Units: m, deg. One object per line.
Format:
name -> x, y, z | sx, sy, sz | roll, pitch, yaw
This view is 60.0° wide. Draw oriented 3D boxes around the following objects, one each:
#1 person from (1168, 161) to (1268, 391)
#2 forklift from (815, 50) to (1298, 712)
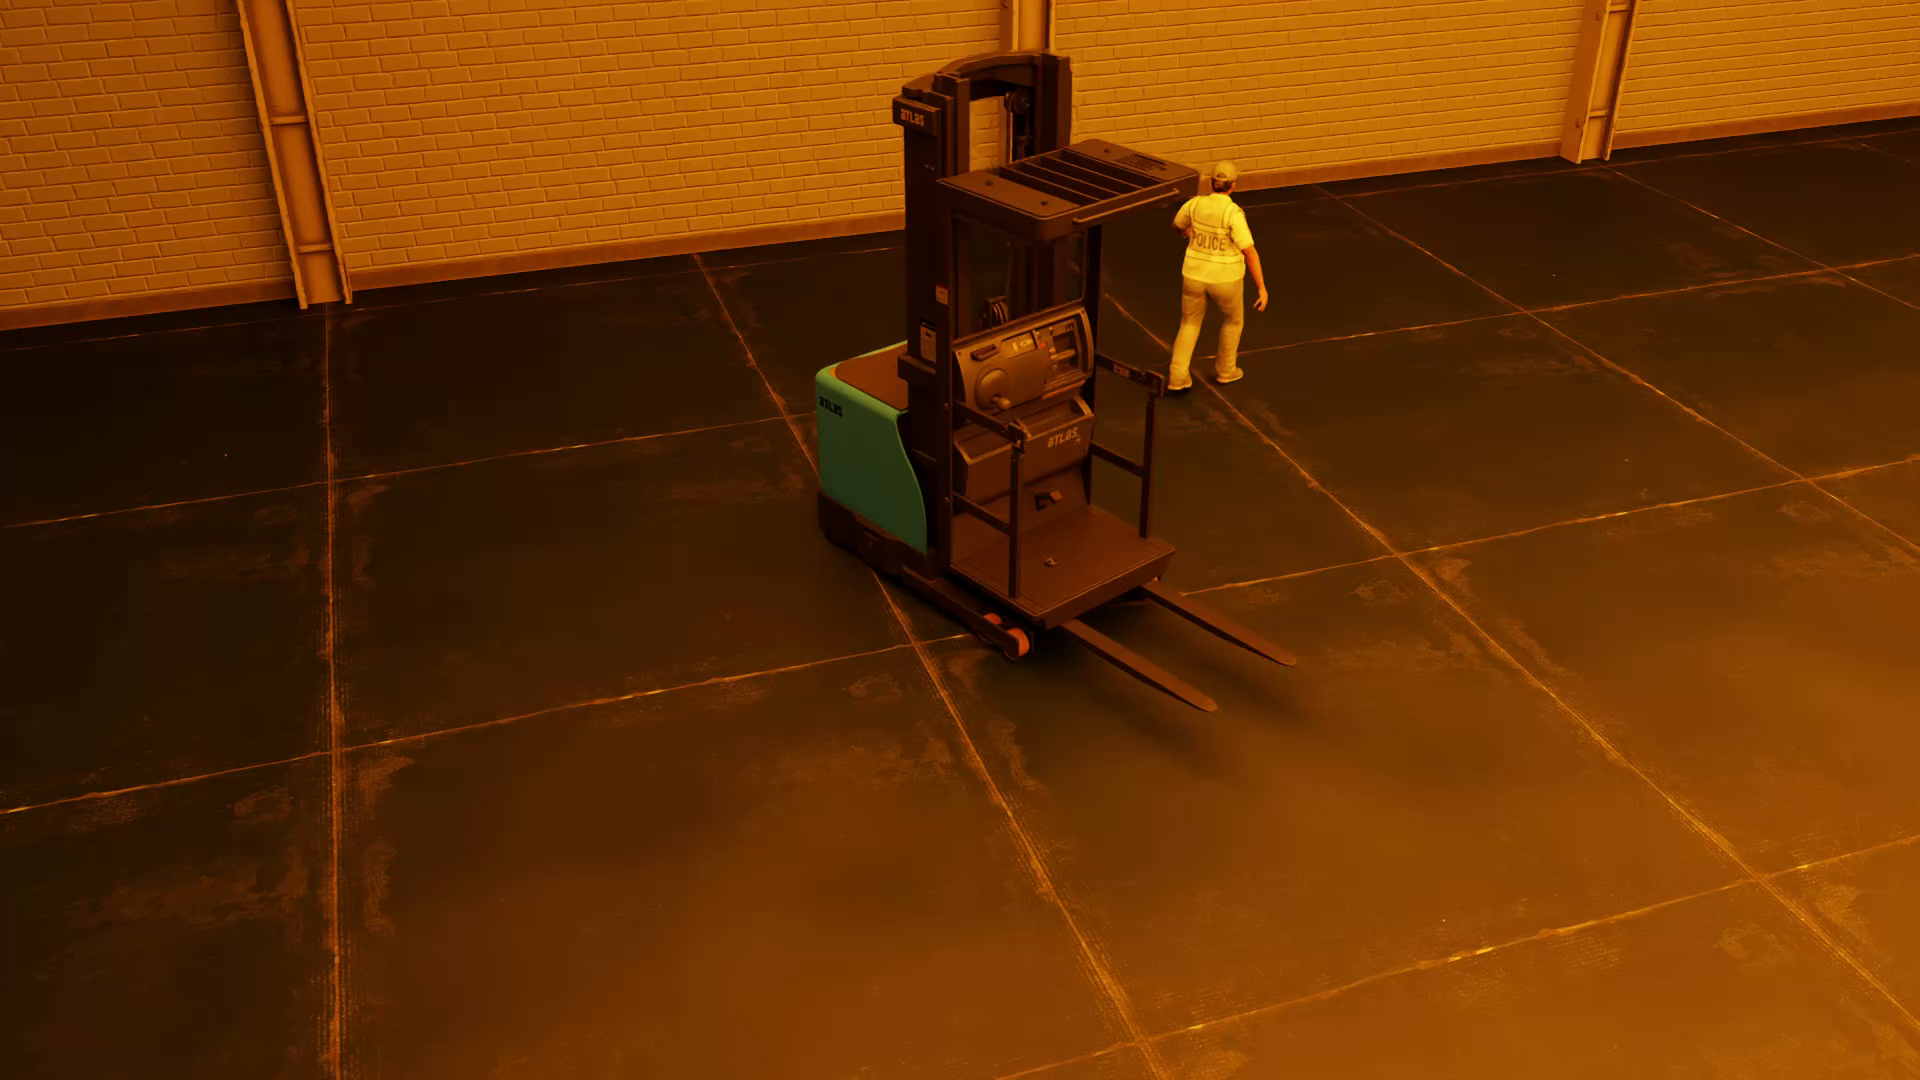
person -> 1.797, -1.822, 11.569 | 0.884, 1.644, 0.718 | 18, 34, 28
forklift -> 0.488, -0.918, 8.683 | 1.130, 2.935, 3.031 | -23, 37, -34
